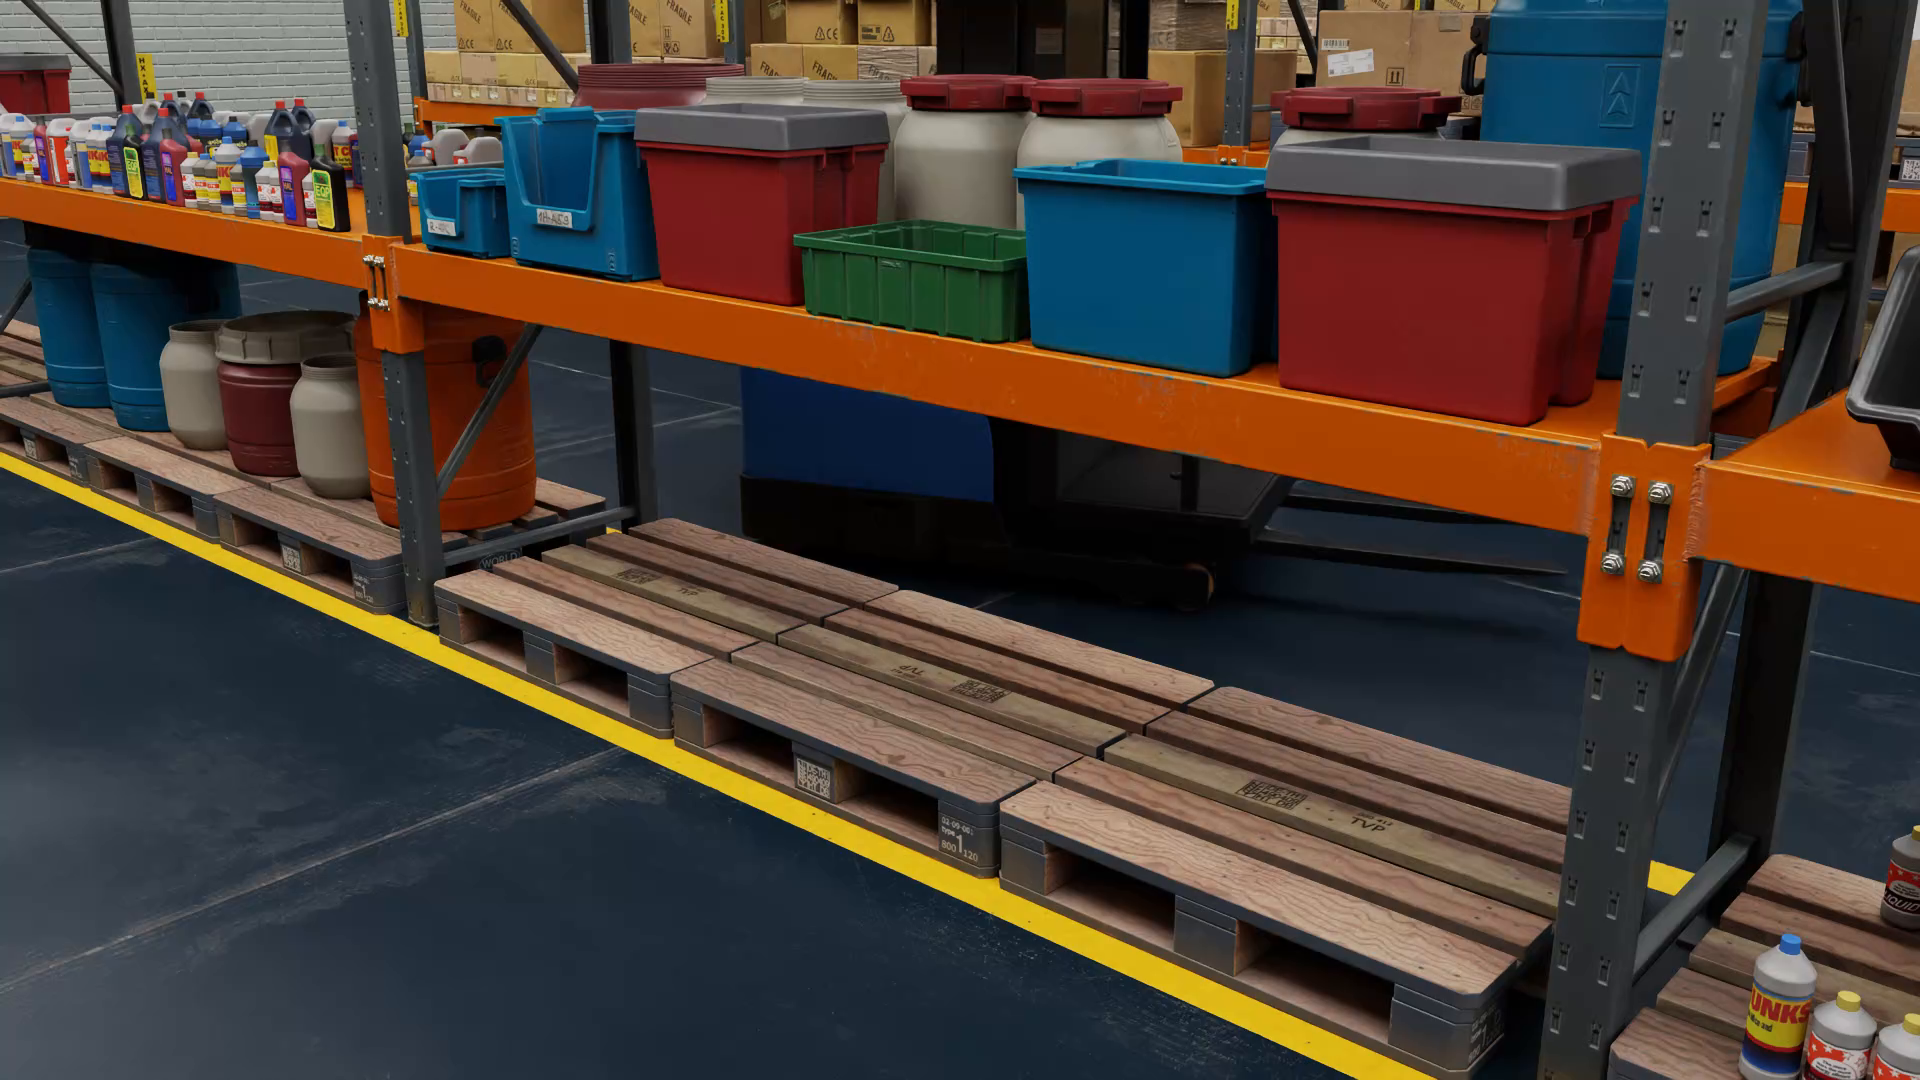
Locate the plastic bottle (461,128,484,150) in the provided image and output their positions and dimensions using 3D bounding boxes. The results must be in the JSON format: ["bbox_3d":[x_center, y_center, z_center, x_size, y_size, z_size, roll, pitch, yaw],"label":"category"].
[{"bbox_3d":[-1.843,-1.428,6.344,0.133,0.283,0.061,15,23,39],"label":"plastic bottle"}]

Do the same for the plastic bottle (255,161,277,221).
[{"bbox_3d":[-2.423,-1.230,5.857,0.097,0.201,0.097,0,18,0],"label":"plastic bottle"}]

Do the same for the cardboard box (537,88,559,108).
[{"bbox_3d":[-3.016,-3.400,12.780,0.250,0.149,0.380,14,23,38],"label":"cardboard box"}]

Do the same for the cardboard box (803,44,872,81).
[{"bbox_3d":[-0.667,-2.969,10.842,0.500,0.500,0.500,15,23,39],"label":"cardboard box"}]

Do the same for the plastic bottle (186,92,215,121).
[{"bbox_3d":[-3.467,-1.879,7.655,0.185,0.351,0.144,15,23,39],"label":"plastic bottle"}]

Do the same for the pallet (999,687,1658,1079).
[{"bbox_3d":[0.861,0.737,3.942,1.213,0.211,1.003,15,23,39],"label":"pallet"}]

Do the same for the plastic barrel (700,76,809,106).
[{"bbox_3d":[-0.607,-1.142,5.066,0.421,0.512,0.421,0,18,0],"label":"plastic barrel"}]

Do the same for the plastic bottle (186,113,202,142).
[{"bbox_3d":[-3.419,-1.776,7.462,0.097,0.271,0.097,0,18,0],"label":"plastic bottle"}]

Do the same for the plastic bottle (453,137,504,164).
[{"bbox_3d":[-1.728,-1.313,5.996,0.135,0.276,0.152,15,23,39],"label":"plastic bottle"}]

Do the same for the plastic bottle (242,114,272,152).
[{"bbox_3d":[-3.076,-1.737,7.330,0.135,0.276,0.152,15,23,39],"label":"plastic bottle"}]

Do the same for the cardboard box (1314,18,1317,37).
[{"bbox_3d":[3.103,-4.194,13.605,0.250,0.149,0.380,16,24,41],"label":"cardboard box"}]

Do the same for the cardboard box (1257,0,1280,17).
[{"bbox_3d":[3.689,-6.276,19.609,0.500,0.500,0.500,15,23,39],"label":"cardboard box"}]

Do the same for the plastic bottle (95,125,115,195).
[{"bbox_3d":[-3.409,-1.528,6.680,0.097,0.271,0.097,0,18,0],"label":"plastic bottle"}]

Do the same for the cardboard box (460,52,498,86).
[{"bbox_3d":[-3.641,-3.784,13.331,0.500,0.250,0.500,15,23,39],"label":"cardboard box"}]

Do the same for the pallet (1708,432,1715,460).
[{"bbox_3d":[3.261,-0.636,8.267,1.213,0.211,1.003,15,23,39],"label":"pallet"}]

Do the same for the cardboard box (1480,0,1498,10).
[{"bbox_3d":[5.893,-5.688,17.756,0.500,0.500,0.500,15,23,39],"label":"cardboard box"}]

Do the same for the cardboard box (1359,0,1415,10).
[{"bbox_3d":[4.820,-5.969,18.643,0.500,0.500,0.500,15,23,39],"label":"cardboard box"}]

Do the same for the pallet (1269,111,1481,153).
[{"bbox_3d":[2.373,-2.157,8.767,1.003,0.211,1.213,15,23,39],"label":"pallet"}]

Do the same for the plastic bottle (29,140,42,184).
[{"bbox_3d":[-3.929,-1.634,7.130,0.097,0.201,0.097,0,18,0],"label":"plastic bottle"}]

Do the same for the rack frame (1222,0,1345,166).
[{"bbox_3d":[1.770,-2.367,9.113,0.127,3.000,1.000,15,23,39],"label":"rack frame"}]

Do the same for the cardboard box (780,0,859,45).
[{"bbox_3d":[-0.739,-3.570,11.078,0.637,0.503,0.797,14,23,38],"label":"cardboard box"}]

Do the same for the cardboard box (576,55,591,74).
[{"bbox_3d":[-2.497,-3.476,12.362,0.500,0.250,0.500,16,23,40],"label":"cardboard box"}]

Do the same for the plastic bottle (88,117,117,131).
[{"bbox_3d":[-3.623,-1.660,7.089,0.135,0.276,0.152,15,23,39],"label":"plastic bottle"}]

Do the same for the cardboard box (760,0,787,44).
[{"bbox_3d":[-1.411,-3.752,11.993,0.500,0.500,0.500,15,23,39],"label":"cardboard box"}]

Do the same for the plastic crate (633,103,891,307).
[{"bbox_3d":[-0.512,-0.884,4.332,0.583,0.464,0.402,15,23,39],"label":"plastic crate"}]

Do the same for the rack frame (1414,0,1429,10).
[{"bbox_3d":[5.356,-5.413,18.708,0.127,3.000,1.000,15,23,39],"label":"rack frame"}]

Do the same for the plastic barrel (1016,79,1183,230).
[{"bbox_3d":[0.355,-0.898,4.256,0.433,0.535,0.433,0,18,0],"label":"plastic barrel"}]

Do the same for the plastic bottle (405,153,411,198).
[{"bbox_3d":[-2.141,-1.461,6.586,0.097,0.201,0.097,0,18,0],"label":"plastic bottle"}]

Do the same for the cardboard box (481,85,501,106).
[{"bbox_3d":[-3.587,-3.553,13.265,0.250,0.149,0.380,15,23,38],"label":"cardboard box"}]

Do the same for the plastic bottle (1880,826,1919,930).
[{"bbox_3d":[1.952,0.683,3.400,0.097,0.201,0.097,0,18,0],"label":"plastic bottle"}]

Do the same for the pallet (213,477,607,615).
[{"bbox_3d":[-2.135,-0.067,6.473,1.213,0.211,1.003,15,23,39],"label":"pallet"}]

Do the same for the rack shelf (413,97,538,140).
[{"bbox_3d":[-2.718,-3.229,13.018,4.000,0.370,1.077,15,23,39],"label":"rack shelf"}]

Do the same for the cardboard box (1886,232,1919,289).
[{"bbox_3d":[6.886,-2.093,11.272,0.750,0.750,1.050,15,23,39],"label":"cardboard box"}]

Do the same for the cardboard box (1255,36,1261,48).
[{"bbox_3d":[2.524,-4.208,14.142,0.250,0.149,0.380,16,23,41],"label":"cardboard box"}]

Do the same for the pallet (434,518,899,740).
[{"bbox_3d":[-0.964,0.247,5.486,1.213,0.211,1.003,15,23,39],"label":"pallet"}]

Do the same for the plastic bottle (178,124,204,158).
[{"bbox_3d":[-3.001,-1.475,6.494,0.133,0.283,0.061,15,23,39],"label":"plastic bottle"}]

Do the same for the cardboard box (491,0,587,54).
[{"bbox_3d":[-3.269,-4.041,12.902,0.500,0.500,0.500,14,23,38],"label":"cardboard box"}]

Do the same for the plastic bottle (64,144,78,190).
[{"bbox_3d":[-3.655,-1.561,6.899,0.097,0.201,0.097,0,18,0],"label":"plastic bottle"}]

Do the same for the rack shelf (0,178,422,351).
[{"bbox_3d":[-3.014,-1.306,6.956,4.000,0.370,1.077,15,23,39],"label":"rack shelf"}]

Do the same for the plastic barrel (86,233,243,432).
[{"bbox_3d":[-3.585,-0.995,7.562,0.708,0.901,0.600,15,23,39],"label":"plastic barrel"}]

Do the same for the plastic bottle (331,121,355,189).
[{"bbox_3d":[-2.559,-1.607,6.929,0.097,0.271,0.097,0,18,0],"label":"plastic bottle"}]

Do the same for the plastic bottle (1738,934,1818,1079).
[{"bbox_3d":[1.421,0.810,2.883,0.097,0.271,0.097,0,18,0],"label":"plastic bottle"}]

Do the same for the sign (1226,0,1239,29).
[{"bbox_3d":[1.404,-2.793,8.540,0.005,0.325,0.100,15,23,39],"label":"sign"}]

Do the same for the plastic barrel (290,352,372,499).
[{"bbox_3d":[-2.377,-0.449,6.485,0.421,0.512,0.421,0,18,0],"label":"plastic barrel"}]

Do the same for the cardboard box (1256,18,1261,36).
[{"bbox_3d":[2.538,-4.347,14.087,0.250,0.149,0.380,15,23,40],"label":"cardboard box"}]

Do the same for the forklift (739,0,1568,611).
[{"bbox_3d":[0.722,-1.330,5.958,3.031,2.935,1.130,7,19,20],"label":"forklift"}]

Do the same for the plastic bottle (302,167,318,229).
[{"bbox_3d":[-2.178,-1.164,5.650,0.097,0.201,0.097,0,18,0],"label":"plastic bottle"}]

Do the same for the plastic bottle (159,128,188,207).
[{"bbox_3d":[-2.959,-1.405,6.274,0.133,0.283,0.061,15,23,39],"label":"plastic bottle"}]

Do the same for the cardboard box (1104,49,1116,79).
[{"bbox_3d":[0.867,-2.560,9.553,0.500,0.500,0.500,15,23,39],"label":"cardboard box"}]

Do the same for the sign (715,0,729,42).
[{"bbox_3d":[-1.589,-3.495,11.104,0.005,0.325,0.100,15,23,39],"label":"sign"}]

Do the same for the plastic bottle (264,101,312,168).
[{"bbox_3d":[-2.781,-1.633,6.881,0.185,0.351,0.144,15,23,39],"label":"plastic bottle"}]

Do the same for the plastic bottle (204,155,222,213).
[{"bbox_3d":[-2.715,-1.308,6.104,0.097,0.201,0.097,0,18,0],"label":"plastic bottle"}]

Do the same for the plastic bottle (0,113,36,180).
[{"bbox_3d":[-4.143,-1.738,7.335,0.135,0.276,0.152,15,23,39],"label":"plastic bottle"}]

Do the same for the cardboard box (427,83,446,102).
[{"bbox_3d":[-4.167,-3.708,13.752,0.250,0.149,0.380,15,23,40],"label":"cardboard box"}]

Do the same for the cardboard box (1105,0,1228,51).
[{"bbox_3d":[1.234,-3.044,9.420,0.637,0.503,0.797,16,24,41],"label":"cardboard box"}]

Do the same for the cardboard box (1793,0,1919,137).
[{"bbox_3d":[4.260,-2.242,7.030,1.000,1.000,1.000,15,23,40],"label":"cardboard box"}]

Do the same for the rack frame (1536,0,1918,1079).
[{"bbox_3d":[1.474,-0.444,3.051,0.127,3.000,1.000,15,23,39],"label":"rack frame"}]

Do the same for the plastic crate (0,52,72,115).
[{"bbox_3d":[-5.011,-2.345,8.837,0.583,0.464,0.402,15,23,39],"label":"plastic crate"}]

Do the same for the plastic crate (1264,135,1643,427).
[{"bbox_3d":[0.909,-0.502,3.130,0.583,0.464,0.402,15,23,39],"label":"plastic crate"}]
